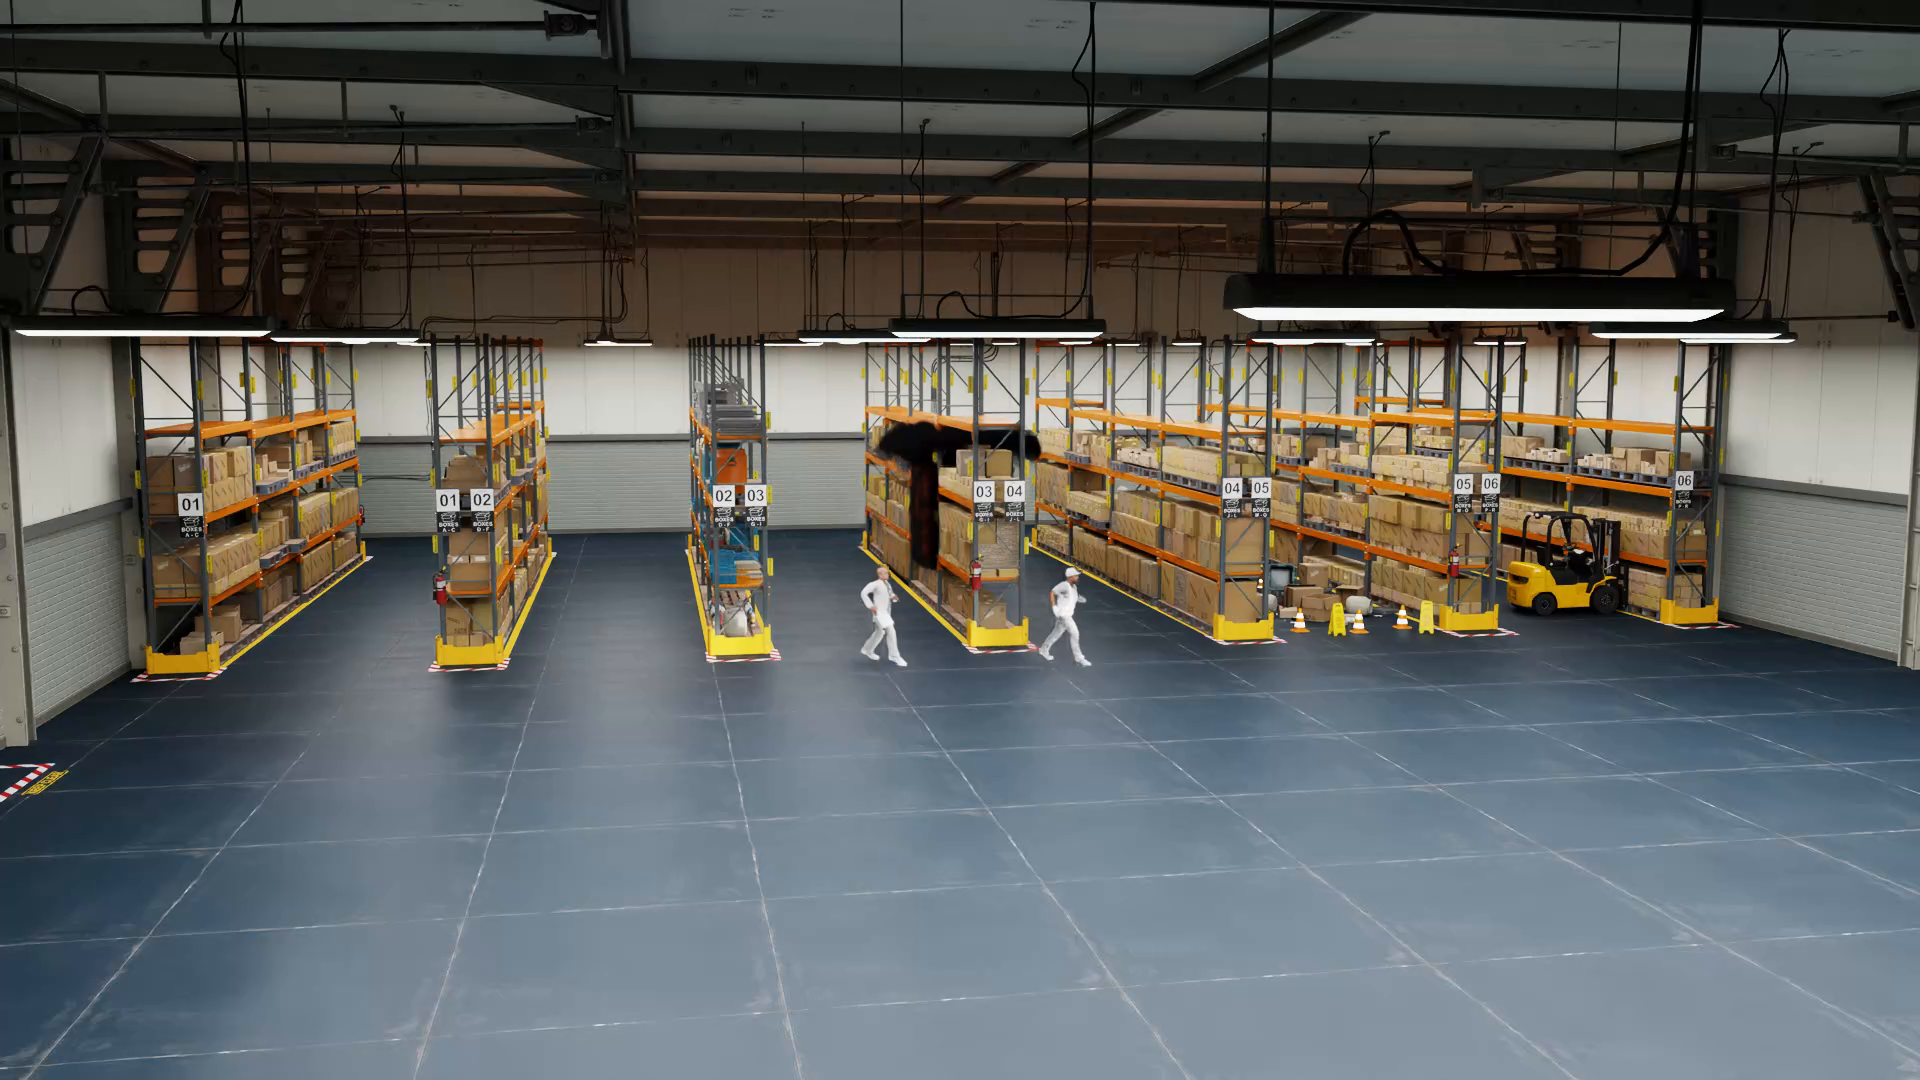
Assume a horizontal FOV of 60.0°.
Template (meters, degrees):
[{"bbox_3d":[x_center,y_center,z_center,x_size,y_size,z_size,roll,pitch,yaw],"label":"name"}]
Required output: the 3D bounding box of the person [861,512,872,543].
[{"bbox_3d":[-2.597,-0.578,48.882,0.675,1.494,0.486,1,7,5],"label":"person"}]

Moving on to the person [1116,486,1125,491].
[{"bbox_3d":[4.836,-0.723,48.656,0.972,1.723,0.619,5,8,37],"label":"person"}]

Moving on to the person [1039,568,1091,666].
[{"bbox_3d":[1.896,1.369,30.140,1.044,1.761,0.745,3,7,22],"label":"person"}]

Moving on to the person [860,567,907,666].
[{"bbox_3d":[-1.444,1.384,30.194,0.940,1.812,0.785,2,7,20],"label":"person"}]
